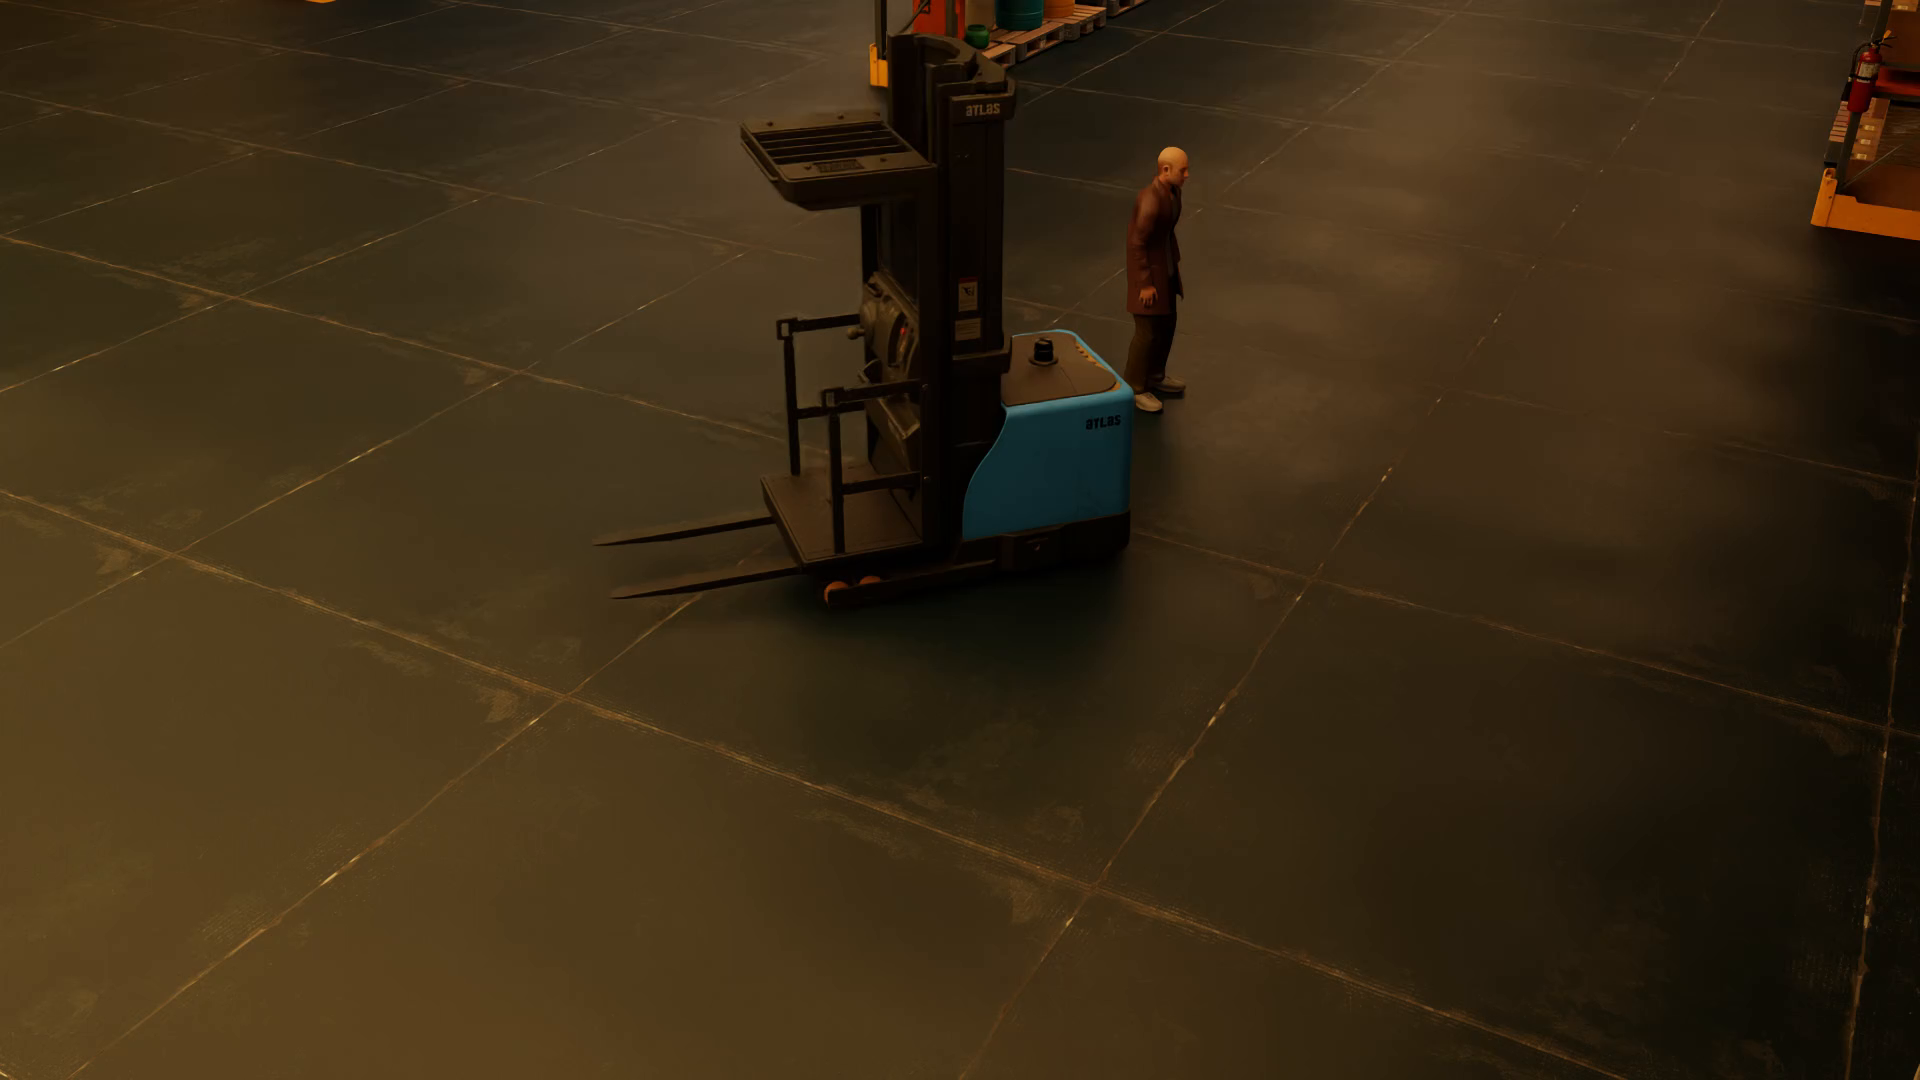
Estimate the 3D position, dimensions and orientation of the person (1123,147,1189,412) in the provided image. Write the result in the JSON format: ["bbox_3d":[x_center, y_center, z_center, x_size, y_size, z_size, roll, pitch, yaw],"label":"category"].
[{"bbox_3d":[1.351,-1.811,11.367,0.428,1.773,0.652,15,33,24],"label":"person"}]

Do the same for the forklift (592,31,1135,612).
[{"bbox_3d":[-0.576,-1.167,9.092,3.031,2.935,1.130,-10,31,-16],"label":"forklift"}]
